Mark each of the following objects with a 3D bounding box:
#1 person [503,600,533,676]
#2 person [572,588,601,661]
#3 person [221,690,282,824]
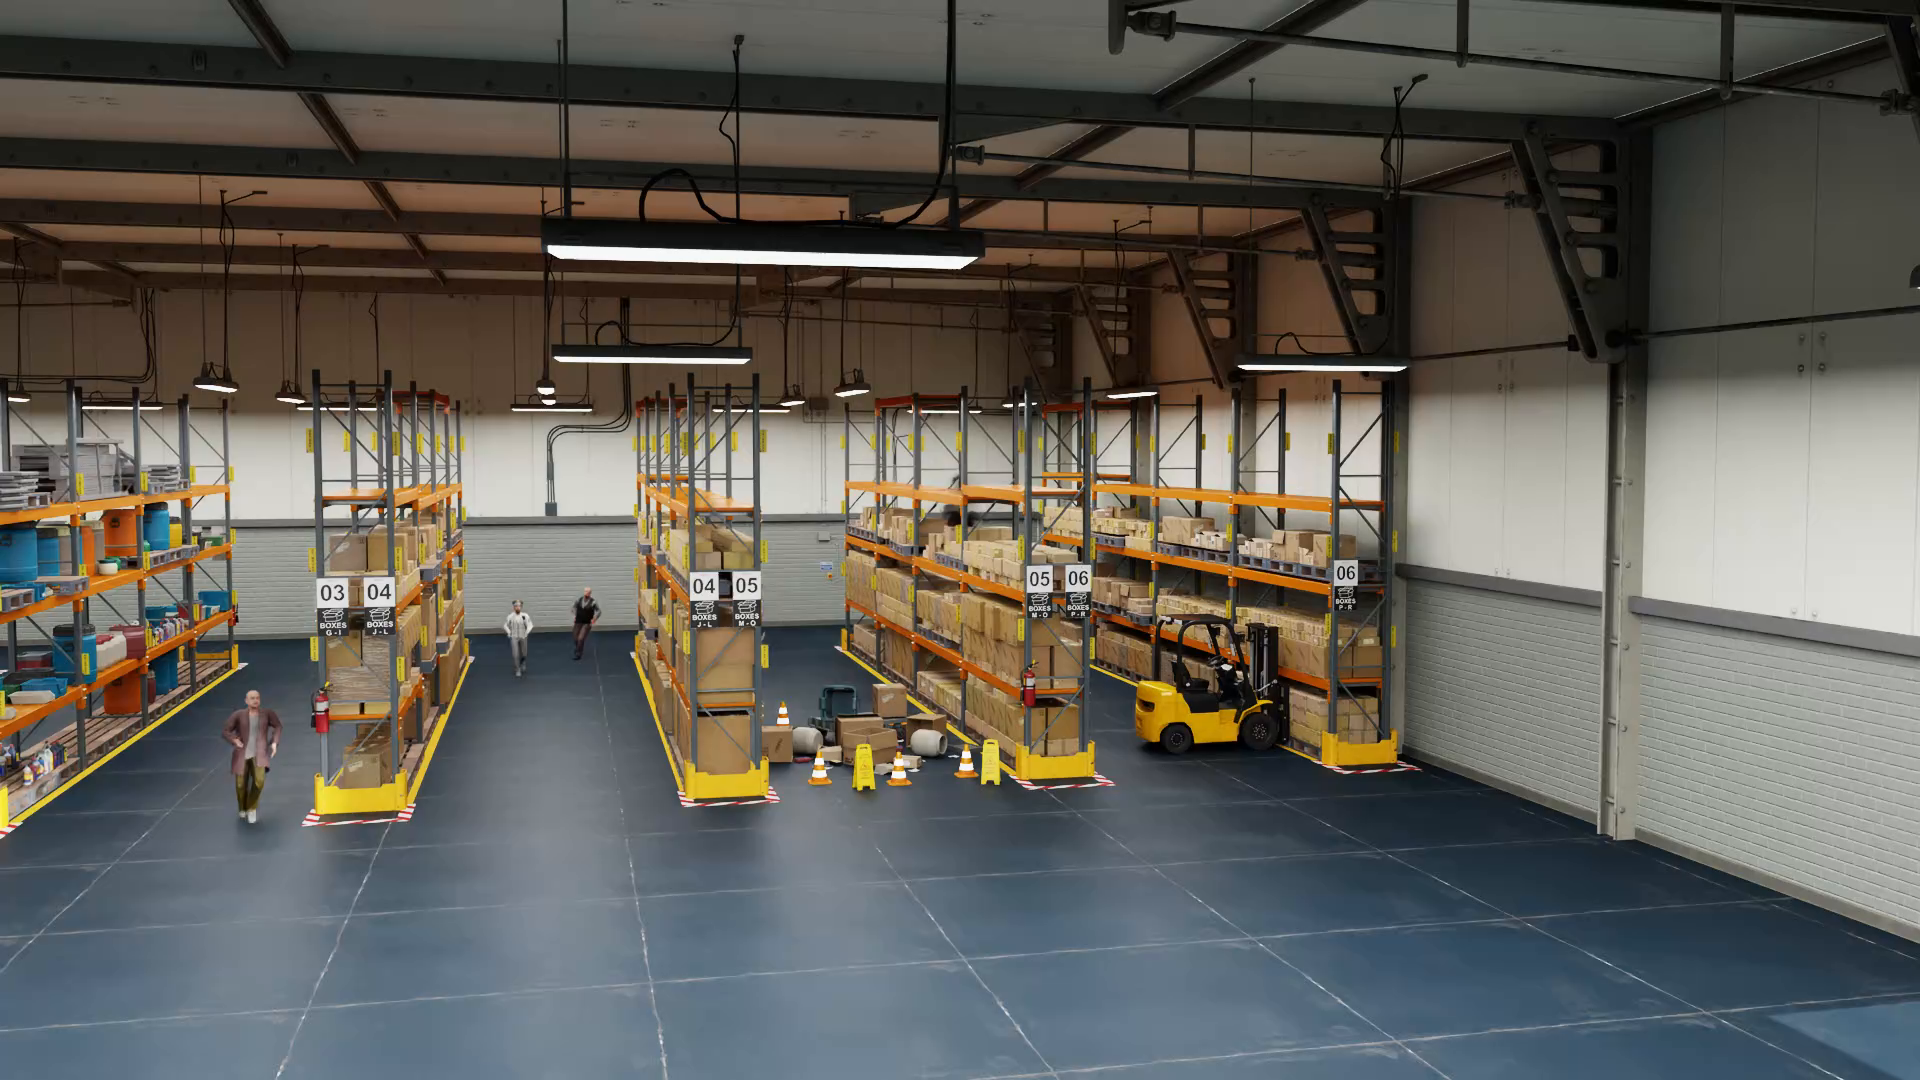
[{"bbox_3d":[-9.540,2.104,35.901,0.613,1.646,0.578,-1,3,-16],"label":"person"},{"bbox_3d":[-8.713,1.940,38.730,0.730,1.683,0.676,0,3,3],"label":"person"},{"bbox_3d":[-9.397,2.879,22.083,0.758,1.754,0.701,-1,4,-24],"label":"person"}]
